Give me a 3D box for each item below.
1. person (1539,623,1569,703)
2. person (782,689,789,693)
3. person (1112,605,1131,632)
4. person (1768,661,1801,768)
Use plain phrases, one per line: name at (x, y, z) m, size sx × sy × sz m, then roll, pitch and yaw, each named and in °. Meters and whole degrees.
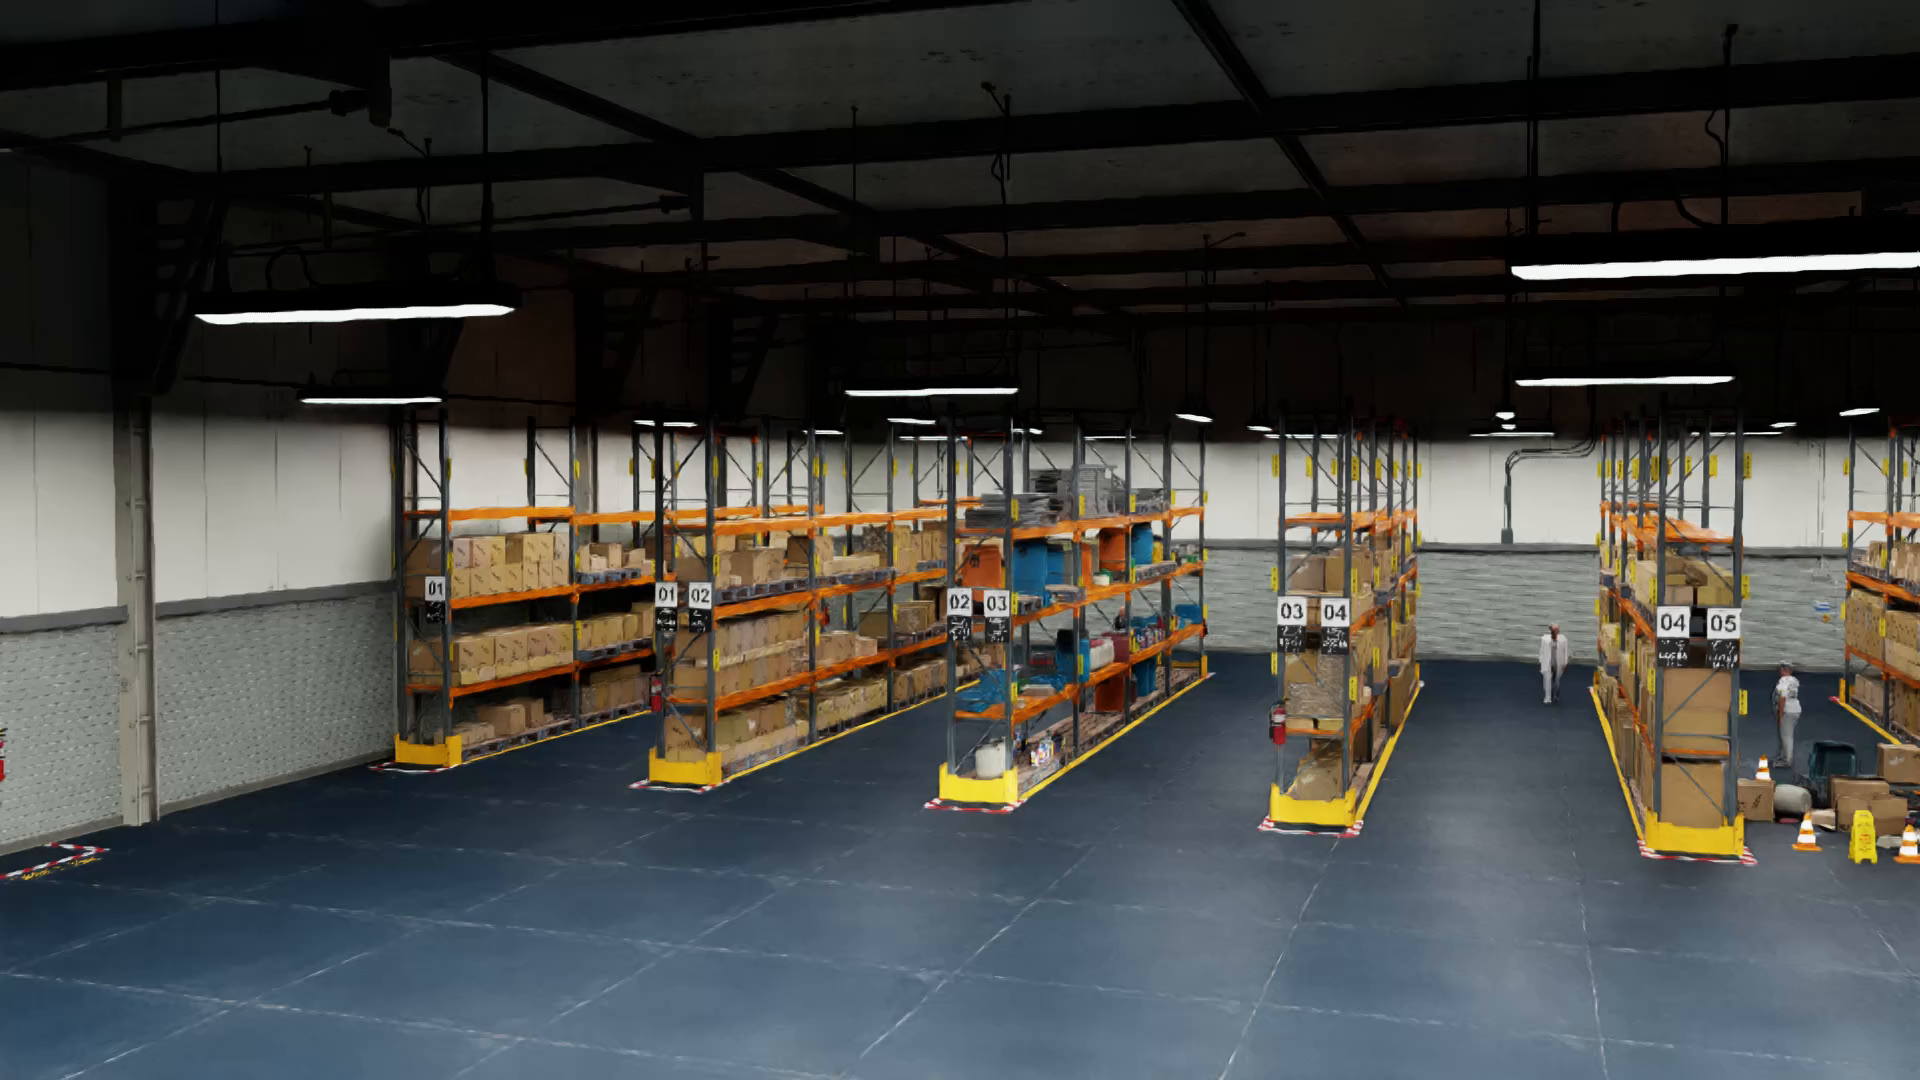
person at (12.666, 2.609, 35.453) m, size 0.589 × 1.697 × 1.175 m, roll 1°, pitch 3°, yaw 17°
person at (-3.815, 2.661, 34.812) m, size 0.719 × 1.714 × 0.578 m, roll 1°, pitch 3°, yaw 16°
person at (3.989, 2.417, 40.753) m, size 0.544 × 1.646 × 1.101 m, roll 1°, pitch 3°, yaw 22°
person at (13.817, 2.917, 27.915) m, size 0.586 × 1.758 × 0.501 m, roll -2°, pitch 3°, yaw -42°
